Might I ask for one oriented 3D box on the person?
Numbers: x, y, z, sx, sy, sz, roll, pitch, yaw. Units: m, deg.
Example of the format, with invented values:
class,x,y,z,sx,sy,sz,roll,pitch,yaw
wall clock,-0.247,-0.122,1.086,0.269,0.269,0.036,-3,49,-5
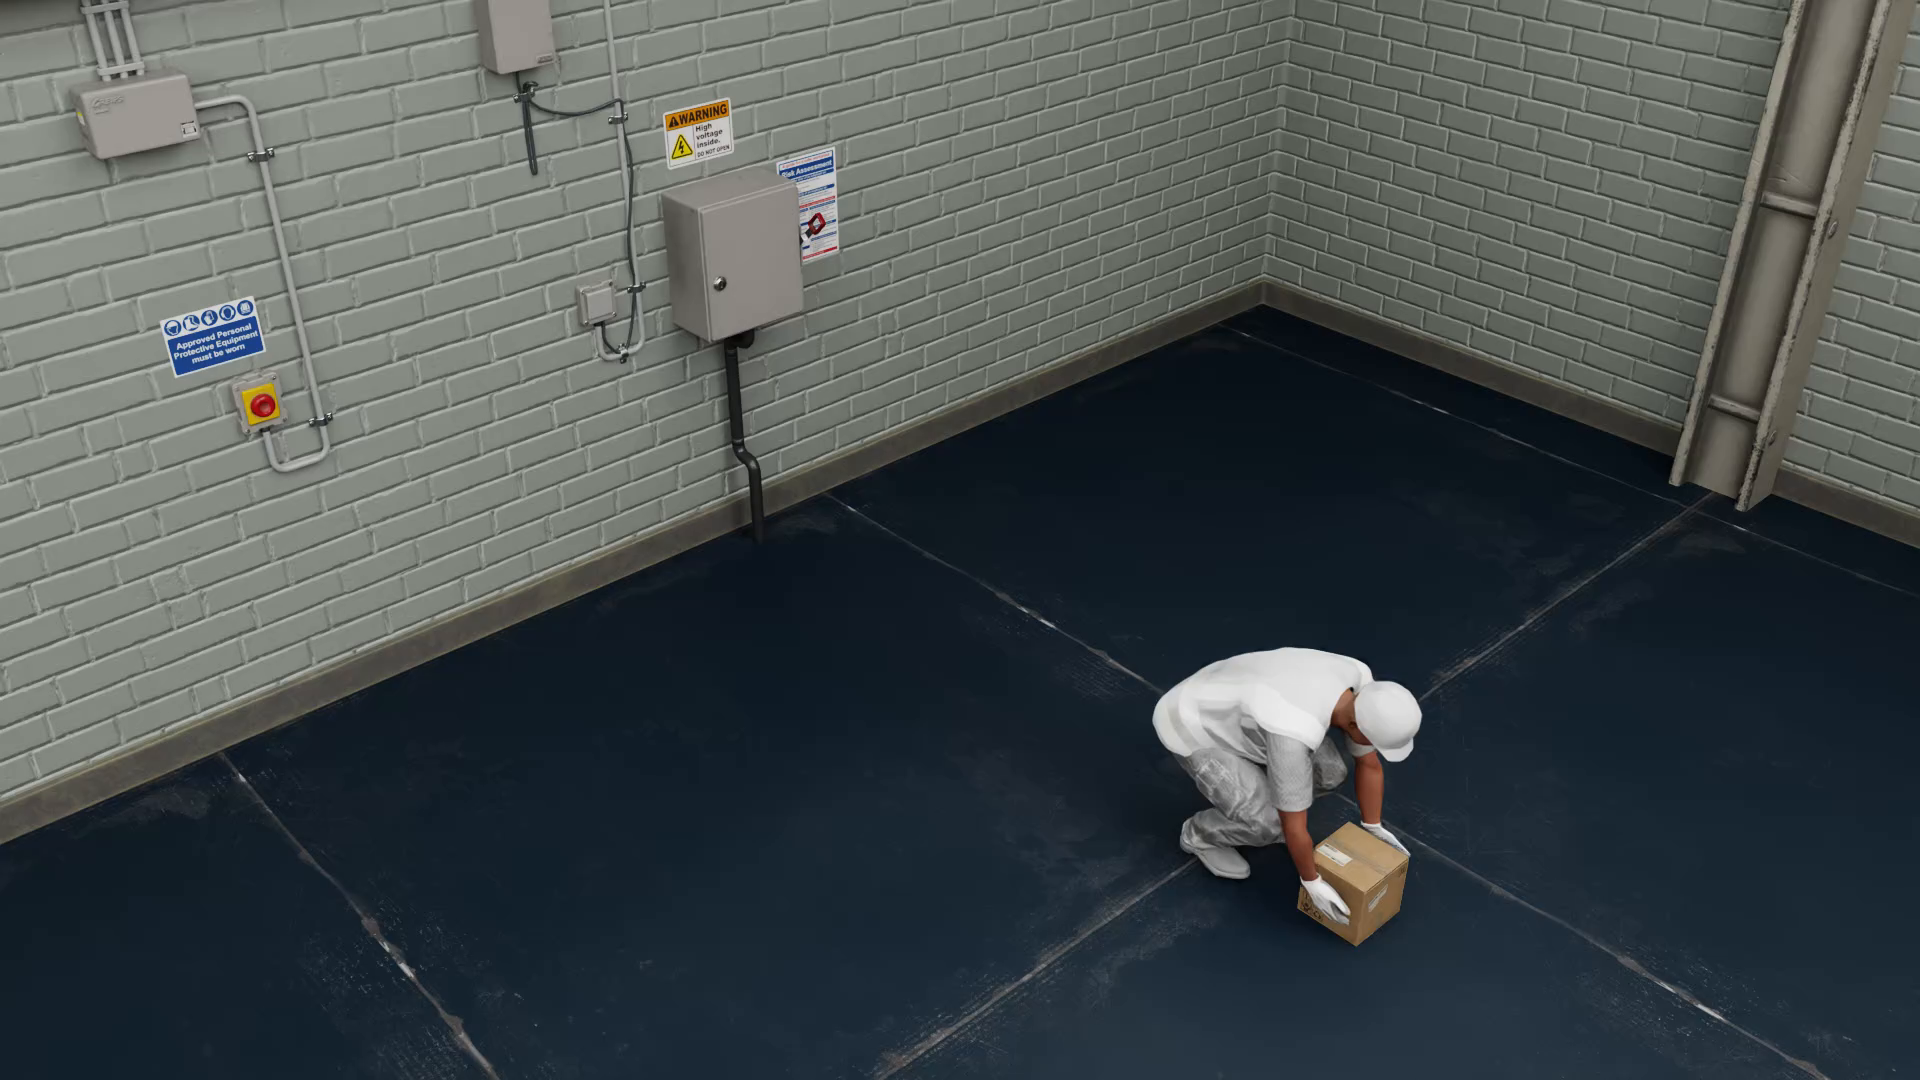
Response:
class,x,y,z,sx,sy,sz,roll,pitch,yaw
person,1.115,0.744,5.731,0.576,0.921,0.911,-26,40,-35
